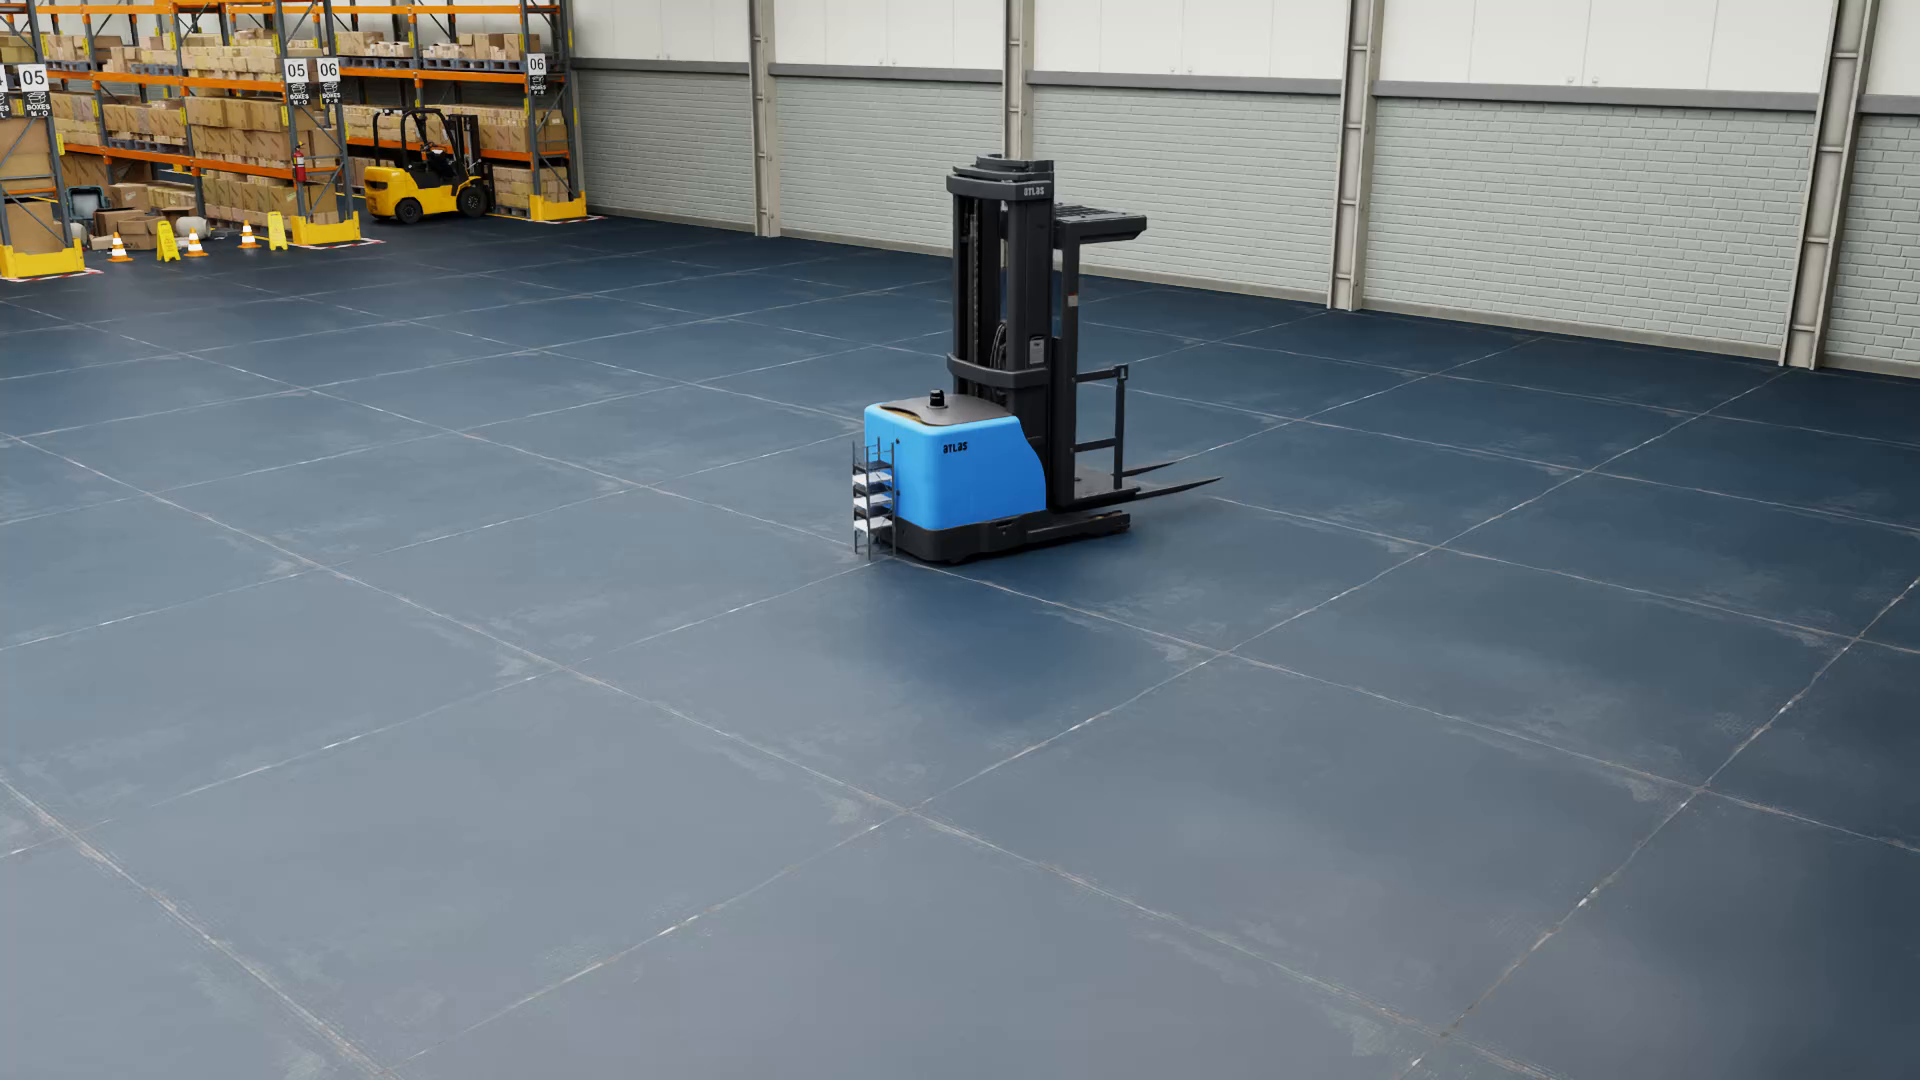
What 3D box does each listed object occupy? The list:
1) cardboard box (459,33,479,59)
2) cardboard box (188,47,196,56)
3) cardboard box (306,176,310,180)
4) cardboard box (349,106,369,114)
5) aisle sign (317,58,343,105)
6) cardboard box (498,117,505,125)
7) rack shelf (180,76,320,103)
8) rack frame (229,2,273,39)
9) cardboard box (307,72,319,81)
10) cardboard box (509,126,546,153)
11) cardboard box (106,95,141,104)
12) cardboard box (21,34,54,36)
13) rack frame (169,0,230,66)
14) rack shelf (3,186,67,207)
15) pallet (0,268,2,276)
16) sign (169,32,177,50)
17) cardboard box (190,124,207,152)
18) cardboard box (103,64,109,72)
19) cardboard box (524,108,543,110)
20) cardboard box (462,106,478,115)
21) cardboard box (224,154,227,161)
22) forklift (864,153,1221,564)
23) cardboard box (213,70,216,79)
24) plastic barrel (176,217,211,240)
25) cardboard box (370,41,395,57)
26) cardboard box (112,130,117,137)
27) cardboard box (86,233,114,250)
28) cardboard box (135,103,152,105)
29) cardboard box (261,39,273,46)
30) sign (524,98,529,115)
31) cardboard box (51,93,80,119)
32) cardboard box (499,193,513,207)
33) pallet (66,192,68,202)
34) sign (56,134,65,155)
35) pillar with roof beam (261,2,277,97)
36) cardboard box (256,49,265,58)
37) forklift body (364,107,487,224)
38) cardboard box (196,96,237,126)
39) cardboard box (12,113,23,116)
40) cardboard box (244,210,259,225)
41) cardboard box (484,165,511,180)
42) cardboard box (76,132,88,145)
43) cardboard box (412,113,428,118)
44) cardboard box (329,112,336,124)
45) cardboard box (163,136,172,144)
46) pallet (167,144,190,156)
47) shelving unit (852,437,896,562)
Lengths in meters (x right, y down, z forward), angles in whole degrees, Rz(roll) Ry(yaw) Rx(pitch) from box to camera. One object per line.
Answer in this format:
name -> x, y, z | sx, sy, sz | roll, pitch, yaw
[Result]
cardboard box -> -9.738, -10.075, 33.909 | 0.637, 0.503, 0.797 | 16, 24, 41
cardboard box -> -14.184, -9.146, 31.112 | 0.250, 0.149, 0.380 | 16, 24, 41
cardboard box -> -15.337, -8.818, 39.377 | 0.500, 0.500, 0.500 | 16, 24, 42
cardboard box -> -13.461, -9.644, 37.302 | 0.250, 0.149, 0.380 | 15, 23, 40
aisle sign -> -11.173, -8.133, 29.481 | 0.004, 0.787, 0.394 | 15, 23, 39
cardboard box -> -9.121, -8.486, 33.653 | 0.250, 0.149, 0.380 | 15, 23, 39
rack shelf -> -12.921, -8.324, 30.613 | 4.000, 0.370, 1.077 | 15, 23, 39
rack frame -> -17.109, -13.229, 39.918 | 0.127, 3.000, 1.000 | 15, 23, 39
cardboard box -> -11.458, -8.286, 29.718 | 0.250, 0.149, 0.380 | 15, 23, 39
cardboard box -> -8.676, -8.047, 33.343 | 0.500, 0.500, 0.500 | 14, 23, 38
cardboard box -> -17.616, -9.121, 35.074 | 0.500, 0.500, 0.500 | 14, 22, 37
cardboard box -> -19.934, -10.680, 35.988 | 0.500, 0.500, 0.500 | 15, 23, 38
rack frame -> -14.417, -10.499, 31.316 | 0.127, 3.000, 1.000 | 15, 23, 39
rack shelf -> -16.131, -5.754, 27.474 | 4.000, 0.370, 1.077 | 15, 23, 39
pallet -> -15.285, -4.509, 26.972 | 1.213, 0.211, 1.003 | 15, 23, 39
sign -> -14.783, -9.377, 31.234 | 0.005, 0.325, 0.100 | 15, 23, 39
cardboard box -> -14.273, -7.677, 31.686 | 0.500, 0.500, 0.500 | 15, 23, 39
cardboard box -> -17.286, -9.651, 34.018 | 0.250, 0.149, 0.380 | 15, 23, 39
cardboard box -> -8.623, -8.684, 33.787 | 0.250, 0.149, 0.380 | 16, 23, 40
cardboard box -> -10.068, -8.890, 34.435 | 0.250, 0.149, 0.380 | 15, 23, 39
cardboard box -> -13.570, -7.194, 31.237 | 0.250, 0.149, 0.380 | 15, 23, 39
forklift -> 0.759, -1.542, 13.124 | 3.031, 2.935, 1.130 | -11, 21, -32
cardboard box -> -13.576, -8.626, 30.789 | 0.250, 0.149, 0.380 | 14, 22, 38
plastic barrel -> -13.975, -5.680, 30.310 | 0.512, 0.421, 0.421 | -3, 18, -8
cardboard box -> -12.403, -10.642, 36.015 | 0.500, 0.311, 0.500 | 14, 22, 37
cardboard box -> -17.289, -8.415, 34.391 | 0.250, 0.149, 0.380 | 13, 22, 36
cardboard box -> -15.119, -5.267, 29.270 | 0.396, 0.266, 0.258 | -13, 22, -36
cardboard box -> -16.884, -8.803, 34.541 | 0.500, 0.500, 0.500 | 14, 22, 38
cardboard box -> -16.167, -11.666, 39.019 | 0.250, 0.149, 0.380 | 15, 23, 40
sign -> -8.504, -8.505, 32.645 | 0.005, 0.325, 0.100 | 15, 23, 39
cardboard box -> -19.099, -9.317, 35.691 | 0.500, 0.500, 0.500 | 15, 23, 38
cardboard box -> -9.060, -6.974, 33.980 | 0.500, 0.250, 0.500 | 15, 23, 39
pallet -> -18.857, -7.533, 36.501 | 1.213, 0.211, 1.003 | 15, 23, 39
sign -> -14.263, -6.270, 26.349 | 0.005, 0.325, 0.100 | 15, 23, 39
pillar with roof beam -> -19.889, -12.598, 37.932 | 0.400, 9.000, 9.100 | 15, 23, 39
cardboard box -> -12.245, -8.635, 29.499 | 0.250, 0.149, 0.380 | 15, 23, 39
forklift body -> -10.763, -7.523, 33.261 | 1.214, 2.155, 2.313 | 15, 23, 39
cardboard box -> -13.865, -8.060, 31.241 | 0.500, 0.500, 0.700 | 15, 23, 40
cardboard box -> -15.689, -6.598, 26.910 | 0.550, 0.550, 0.875 | 15, 23, 39
cardboard box -> -12.986, -6.037, 31.025 | 0.500, 0.250, 0.500 | 14, 22, 37
cardboard box -> -9.455, -7.548, 34.135 | 0.500, 0.250, 0.500 | 15, 23, 40
cardboard box -> -18.352, -8.513, 35.224 | 0.500, 0.250, 0.500 | 16, 23, 40
cardboard box -> -11.528, -9.138, 35.709 | 0.250, 0.149, 0.380 | 16, 24, 41
cardboard box -> -13.964, -9.583, 37.770 | 0.500, 0.250, 0.500 | 15, 23, 39
cardboard box -> -15.387, -7.861, 32.644 | 0.250, 0.149, 0.380 | 15, 23, 38
pallet -> -14.892, -7.734, 32.840 | 1.213, 0.211, 1.003 | 15, 23, 39
shelving unit -> -0.651, -0.307, 12.589 | 0.258, 0.900, 0.210 | -11, 21, -31
